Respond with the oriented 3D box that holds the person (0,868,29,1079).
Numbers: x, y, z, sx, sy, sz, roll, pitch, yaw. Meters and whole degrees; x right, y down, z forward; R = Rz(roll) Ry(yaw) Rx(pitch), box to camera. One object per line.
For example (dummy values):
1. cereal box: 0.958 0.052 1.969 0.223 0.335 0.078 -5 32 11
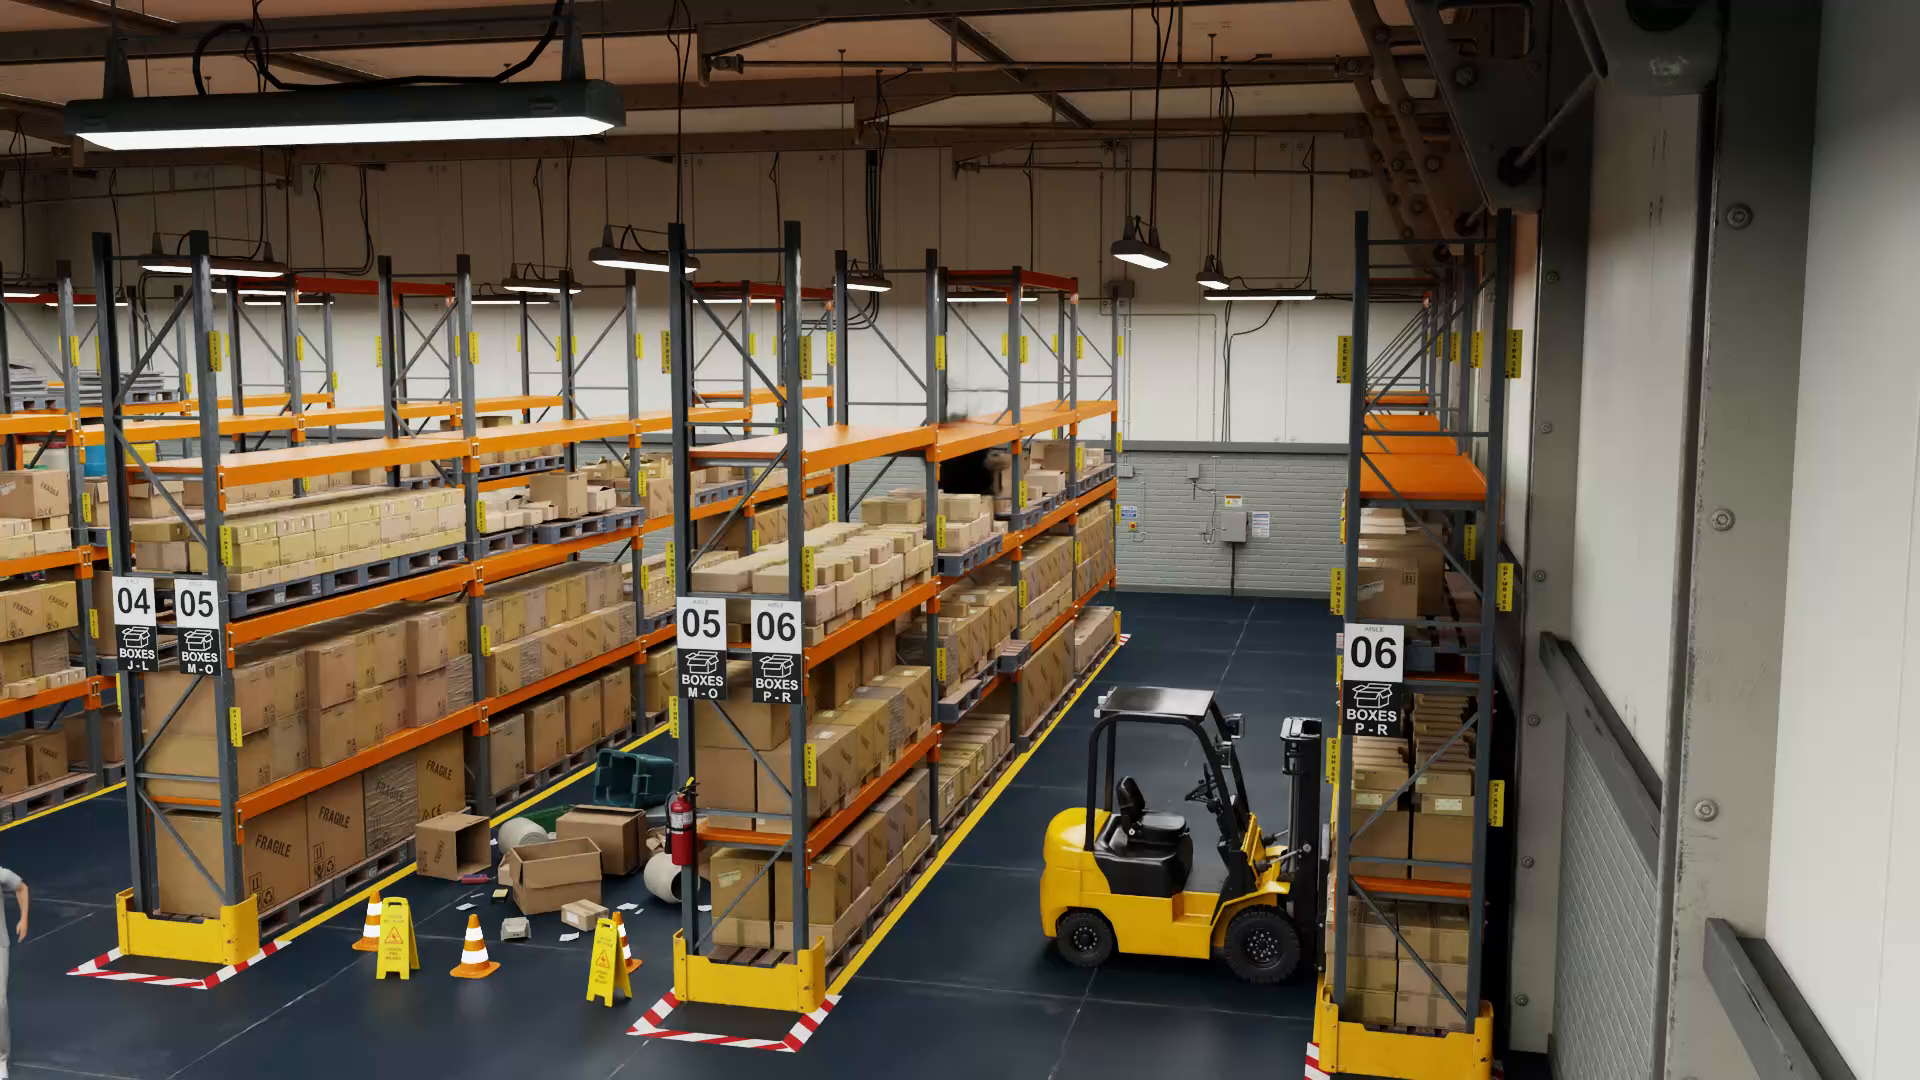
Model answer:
1. person: -6.872 2.925 11.702 0.577 1.732 0.761 -3 8 -25
